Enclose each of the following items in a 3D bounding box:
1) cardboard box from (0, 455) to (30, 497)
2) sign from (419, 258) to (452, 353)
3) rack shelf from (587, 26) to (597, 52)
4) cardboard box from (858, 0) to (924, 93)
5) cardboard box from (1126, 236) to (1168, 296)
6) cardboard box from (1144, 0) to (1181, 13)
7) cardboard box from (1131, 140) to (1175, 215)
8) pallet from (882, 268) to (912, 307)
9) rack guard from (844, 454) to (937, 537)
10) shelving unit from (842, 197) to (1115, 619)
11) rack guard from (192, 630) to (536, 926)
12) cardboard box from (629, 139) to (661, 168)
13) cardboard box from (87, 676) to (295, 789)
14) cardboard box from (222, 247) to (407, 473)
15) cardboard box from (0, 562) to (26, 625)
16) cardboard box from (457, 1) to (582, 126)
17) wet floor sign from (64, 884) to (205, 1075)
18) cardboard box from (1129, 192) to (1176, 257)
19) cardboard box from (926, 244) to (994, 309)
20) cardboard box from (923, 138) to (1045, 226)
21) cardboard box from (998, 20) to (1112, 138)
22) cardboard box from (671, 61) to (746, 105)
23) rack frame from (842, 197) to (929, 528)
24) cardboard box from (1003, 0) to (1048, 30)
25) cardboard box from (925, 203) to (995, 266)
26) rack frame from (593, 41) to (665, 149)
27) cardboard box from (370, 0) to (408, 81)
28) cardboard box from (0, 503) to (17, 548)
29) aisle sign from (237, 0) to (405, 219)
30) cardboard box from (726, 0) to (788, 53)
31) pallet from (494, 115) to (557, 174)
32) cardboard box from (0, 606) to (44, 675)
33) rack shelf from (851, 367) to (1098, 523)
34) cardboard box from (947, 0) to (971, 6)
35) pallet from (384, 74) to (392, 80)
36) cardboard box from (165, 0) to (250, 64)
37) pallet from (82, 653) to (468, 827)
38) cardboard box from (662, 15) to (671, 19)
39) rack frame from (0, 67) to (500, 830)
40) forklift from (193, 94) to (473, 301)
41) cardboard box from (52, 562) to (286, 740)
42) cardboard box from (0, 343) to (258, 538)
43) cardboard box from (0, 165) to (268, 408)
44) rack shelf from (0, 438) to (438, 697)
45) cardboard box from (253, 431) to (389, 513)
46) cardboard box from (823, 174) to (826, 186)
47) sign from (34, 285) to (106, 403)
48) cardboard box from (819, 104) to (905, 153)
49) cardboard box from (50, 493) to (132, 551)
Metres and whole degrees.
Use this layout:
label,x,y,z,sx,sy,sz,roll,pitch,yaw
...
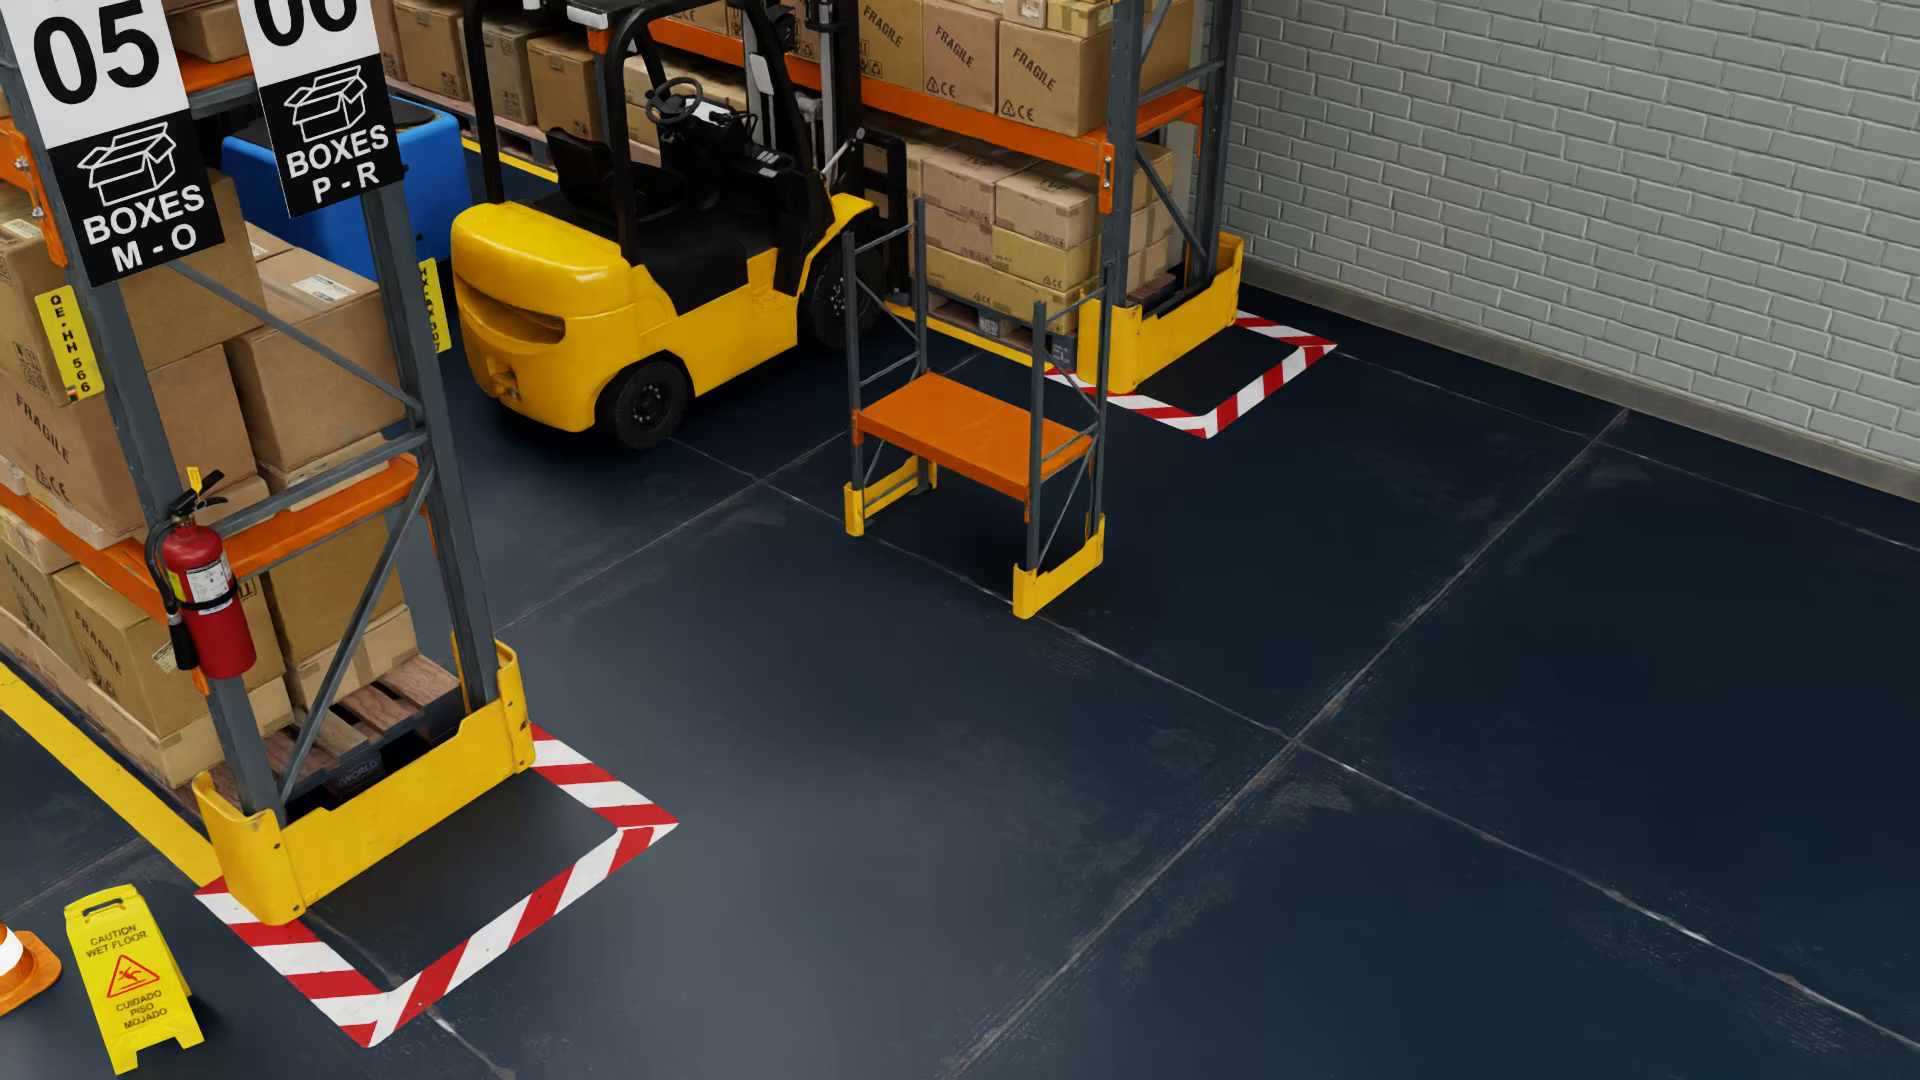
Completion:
label,x,y,z,sx,sy,sz,roll,pitch,yaw
cardboard box,-3.171,-0.330,5.803,0.250,0.149,0.380,26,42,33
sign,-1.733,-0.758,5.440,0.005,0.325,0.100,25,42,32
rack shelf,-3.518,-4.203,11.856,4.000,0.370,1.077,25,42,32
cardboard box,-0.240,-2.809,9.102,0.500,0.500,0.500,24,41,31
cardboard box,0.841,-1.629,9.530,0.500,0.250,0.500,25,42,32
cardboard box,0.998,-2.871,8.619,0.250,0.149,0.380,24,41,31
cardboard box,0.845,-2.034,9.237,0.500,0.250,0.500,25,41,31
pallet,-0.455,-1.878,10.297,1.213,0.211,1.003,25,42,32
rack guard,-0.324,-0.256,7.902,0.087,0.250,0.587,25,42,32
shelving unit,0.059,-0.591,7.285,1.083,1.500,0.587,25,42,32
rack guard,-2.139,0.838,6.089,0.348,0.500,1.175,25,42,32
cardboard box,-1.821,-2.495,10.792,0.500,0.250,0.500,26,42,32
cardboard box,-2.892,0.611,6.269,0.500,0.250,0.500,25,42,32
cardboard box,-2.267,-0.621,5.654,0.500,0.500,0.500,25,41,31
cardboard box,-3.649,-0.064,6.589,0.500,0.500,0.500,24,41,31
cardboard box,-2.981,-3.438,11.833,0.625,0.625,0.875,25,42,31
wet floor sign,-2.619,1.340,5.229,0.267,0.644,0.232,-18,38,-25
cardboard box,0.864,-1.833,9.385,0.500,0.250,0.500,26,42,33
cardboard box,0.154,-1.583,9.463,0.500,0.250,0.500,25,42,32
cardboard box,0.143,-1.992,9.175,0.500,0.250,0.500,26,42,33
cardboard box,0.547,-2.431,8.552,0.500,0.500,0.500,24,41,31
cardboard box,-1.424,-2.726,10.244,0.500,0.250,0.500,25,42,32
rack frame,-0.325,-0.771,7.549,0.032,1.500,0.500,25,42,32
cardboard box,0.432,-2.718,8.397,0.250,0.149,0.380,26,42,33
cardboard box,0.140,-1.799,9.336,0.500,0.250,0.500,25,42,31
rack frame,-1.981,-3.775,10.597,0.127,3.000,1.000,25,42,32
cardboard box,-4.078,-3.953,12.583,0.625,0.625,0.875,27,43,33
cardboard box,-3.379,-0.154,6.148,0.250,0.149,0.380,26,42,33
aisle sign,-1.834,-1.349,4.769,0.004,0.787,0.394,25,42,32
cardboard box,-1.007,-3.178,9.639,0.500,0.500,0.500,25,42,31
pallet,-2.572,-2.876,11.751,1.213,0.211,1.003,25,42,32
cardboard box,-3.672,0.241,6.807,0.500,0.250,0.500,24,41,30
rack shelf,0.066,-0.439,7.382,1.000,0.185,0.538,25,42,32
cardboard box,0.088,-2.933,8.711,0.250,0.149,0.380,25,42,32
pallet,-4.448,-3.759,13.037,1.213,0.211,1.003,25,42,32
cardboard box,-2.127,-1.560,4.944,0.250,0.149,0.380,25,42,32
pallet,-2.740,0.647,6.621,1.213,0.211,1.003,25,42,32
cardboard box,-1.807,-3.542,10.170,0.500,0.500,0.500,24,41,31
rack frame,-2.080,-0.165,5.341,0.127,3.000,1.000,25,42,32
forklift,-4.294,-2.977,9.496,3.031,2.935,1.130,22,40,29
cardboard box,-2.863,0.309,6.046,0.500,0.500,0.500,26,42,32
cardboard box,-2.674,-0.406,5.340,0.500,0.500,0.500,24,41,31
cardboard box,-2.612,-0.831,5.077,0.500,0.500,0.700,24,41,31
rack shelf,-3.617,-0.593,6.600,4.000,0.370,1.077,25,42,32
cardboard box,-2.209,-0.275,5.722,0.250,0.149,0.380,25,42,32
cardboard box,-0.652,-2.159,9.861,0.500,0.250,0.500,25,42,32
sign,-2.451,-0.539,4.583,0.005,0.325,0.100,25,42,32
cardboard box,-0.636,-2.357,9.707,0.500,0.250,0.500,24,41,31
cardboard box,-2.770,-0.148,5.537,0.250,0.149,0.380,25,42,31
